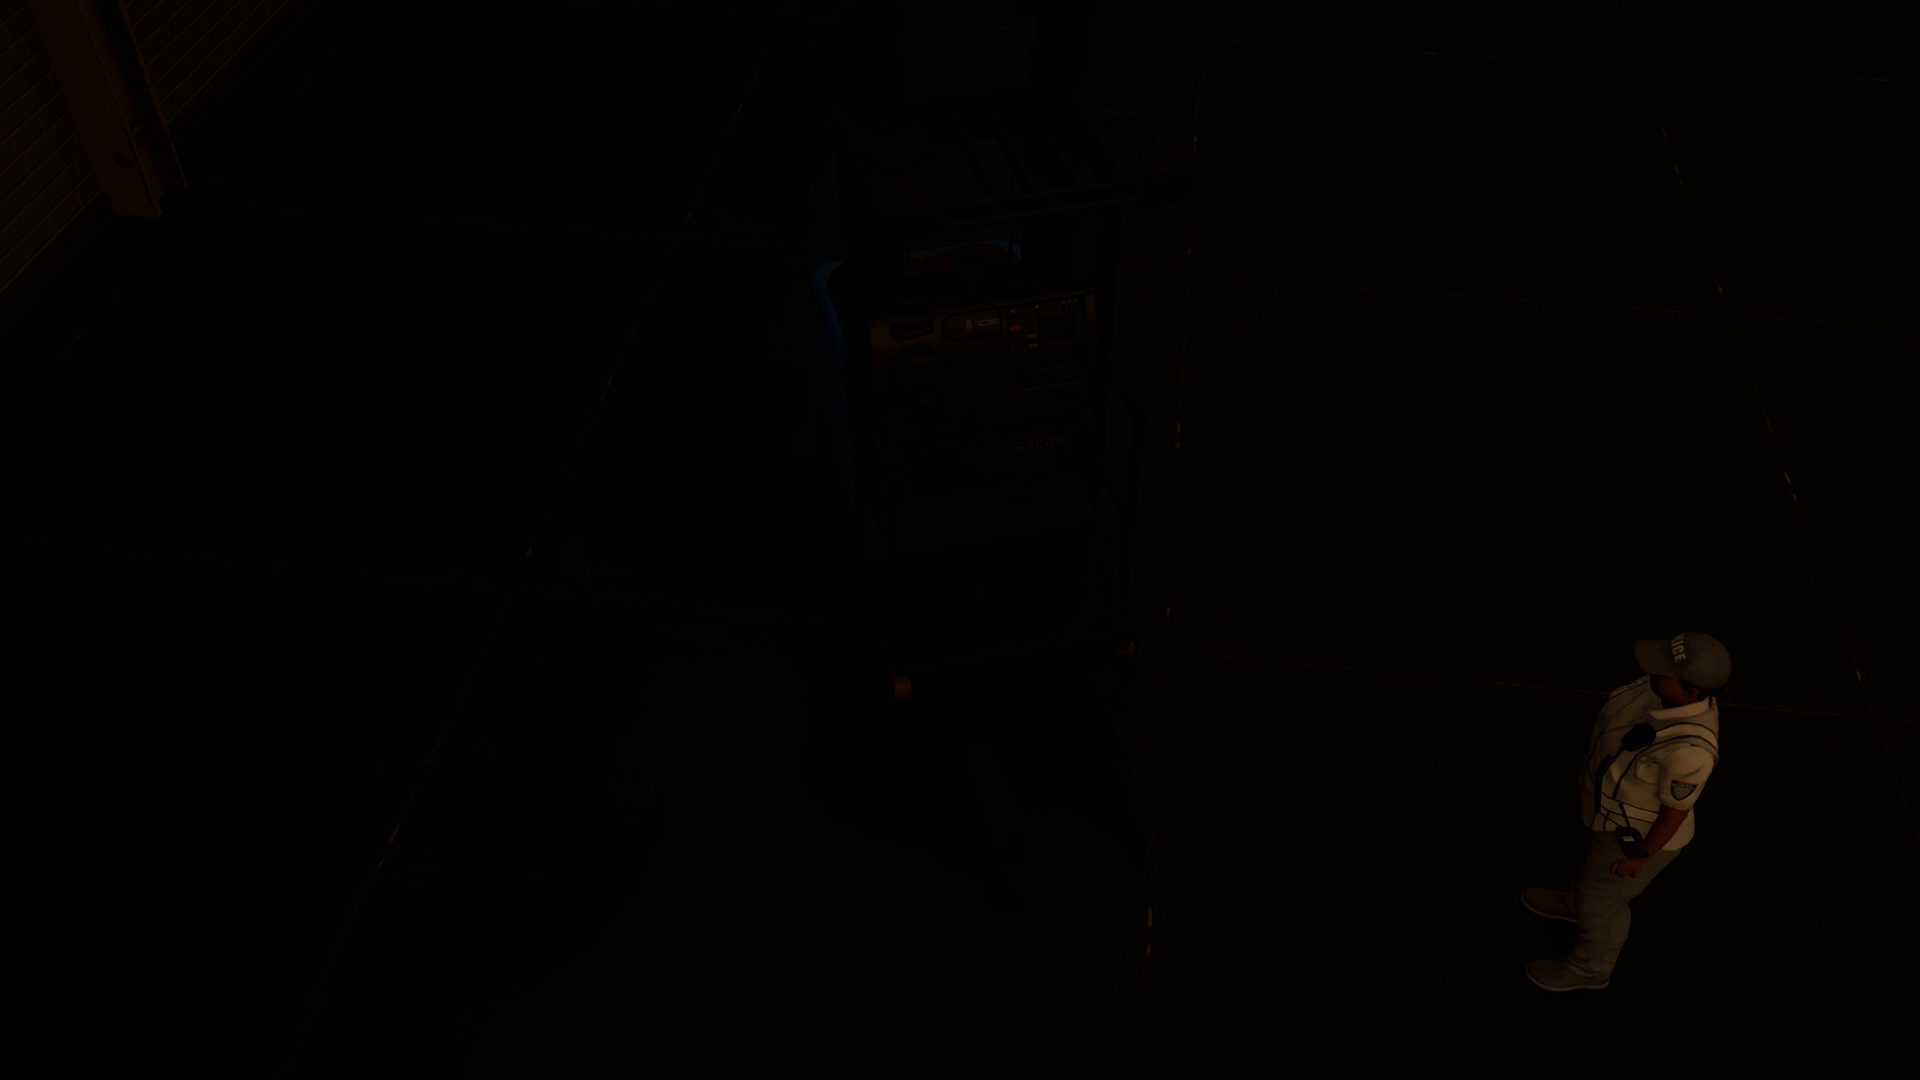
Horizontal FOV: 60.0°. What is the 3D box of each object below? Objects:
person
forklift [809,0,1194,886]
[{"bbox_3d":[2.272,0.932,5.679,0.389,1.628,0.482,8,43,9],"label":"person"},{"bbox_3d":[0.153,-0.681,6.465,1.130,2.935,3.031,-10,44,-11],"label":"forklift"}]
